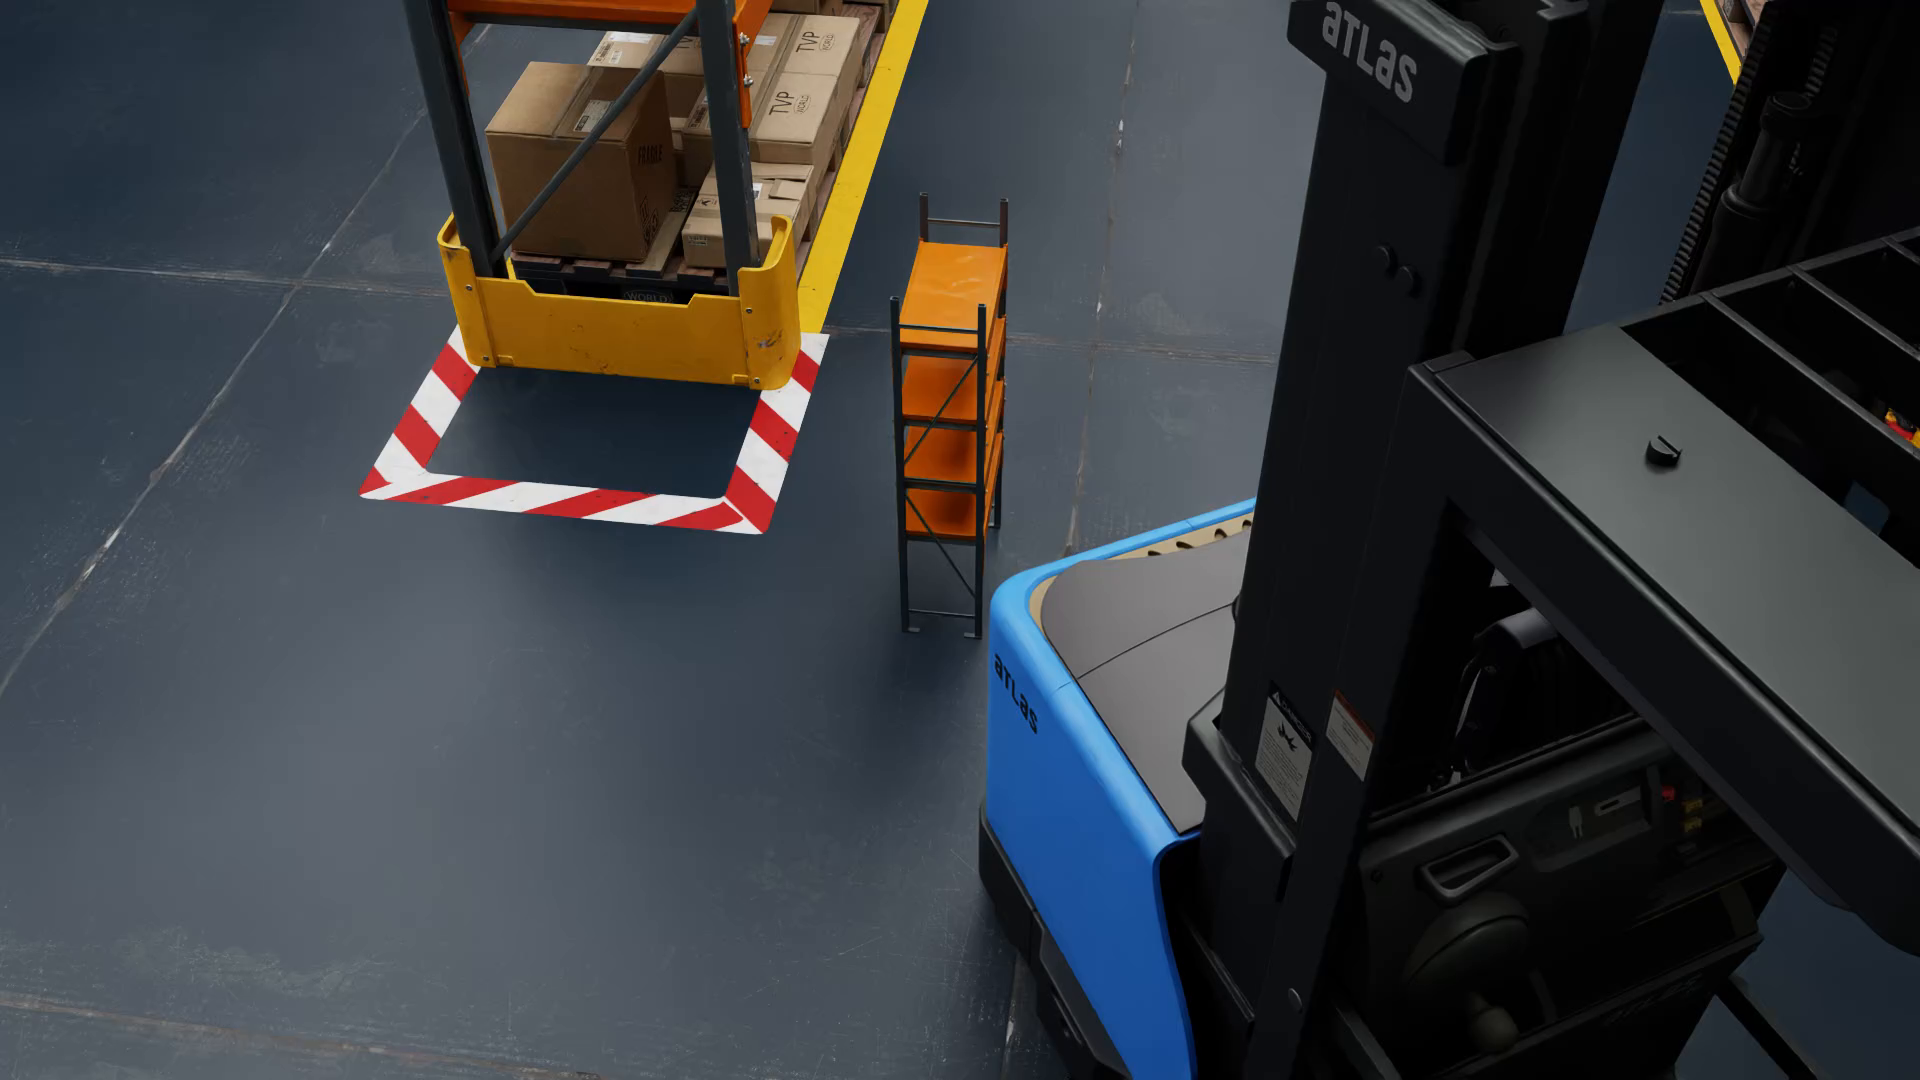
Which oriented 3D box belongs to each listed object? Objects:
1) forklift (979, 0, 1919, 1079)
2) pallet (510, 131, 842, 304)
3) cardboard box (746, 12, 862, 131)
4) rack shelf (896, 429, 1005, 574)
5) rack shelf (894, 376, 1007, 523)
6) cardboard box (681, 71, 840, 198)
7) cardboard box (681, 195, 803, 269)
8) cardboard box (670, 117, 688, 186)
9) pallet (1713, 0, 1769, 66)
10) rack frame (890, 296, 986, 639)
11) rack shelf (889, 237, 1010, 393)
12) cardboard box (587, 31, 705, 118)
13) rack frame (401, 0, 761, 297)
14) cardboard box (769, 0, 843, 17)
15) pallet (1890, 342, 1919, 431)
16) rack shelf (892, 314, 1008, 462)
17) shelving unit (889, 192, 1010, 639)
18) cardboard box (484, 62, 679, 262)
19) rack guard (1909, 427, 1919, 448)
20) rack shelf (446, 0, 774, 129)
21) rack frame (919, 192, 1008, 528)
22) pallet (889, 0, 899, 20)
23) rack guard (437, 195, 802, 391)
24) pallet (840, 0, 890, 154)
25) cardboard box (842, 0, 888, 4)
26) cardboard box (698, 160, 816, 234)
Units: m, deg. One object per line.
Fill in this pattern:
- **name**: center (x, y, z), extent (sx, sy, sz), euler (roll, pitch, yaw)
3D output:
- **forklift**: center (1.112, 0.594, 2.491), extent (1.130, 2.935, 3.031), euler (-17, 46, -17)
- **pallet**: center (-1.062, -1.306, 6.476), extent (1.003, 0.211, 1.213), euler (5, 44, 6)
- **cardboard box**: center (-0.691, -1.911, 6.766), extent (0.500, 0.250, 0.500), euler (5, 44, 6)
- **rack shelf**: center (-0.022, -0.130, 4.901), extent (0.258, 0.148, 0.480), euler (5, 44, 6)
- **rack shelf**: center (-0.022, -0.274, 4.765), extent (0.258, 0.148, 0.480), euler (5, 44, 6)
- **cardboard box**: center (-0.757, -1.570, 6.406), extent (0.500, 0.250, 0.500), euler (5, 44, 6)
- **cardboard box**: center (-0.780, -1.102, 5.986), extent (0.380, 0.149, 0.250), euler (5, 44, 6)
- **cardboard box**: center (-1.206, -1.515, 6.409), extent (0.380, 0.166, 0.250), euler (5, 44, 6)
- **pallet**: center (4.085, -2.478, 7.713), extent (1.003, 0.211, 1.213), euler (5, 44, 6)
- **rack frame**: center (-0.054, -0.157, 4.543), extent (0.240, 1.200, 0.015), euler (5, 44, 6)
- **rack shelf**: center (-0.022, -0.608, 4.448), extent (0.258, 0.148, 0.480), euler (5, 44, 6)
- **cardboard box**: center (-1.193, -1.922, 6.778), extent (0.500, 0.250, 0.500), euler (5, 44, 6)
- **rack frame**: center (-1.176, -1.723, 4.888), extent (1.000, 3.000, 0.127), euler (5, 44, 6)
- **cardboard box**: center (-0.891, -2.422, 7.122), extent (0.797, 0.503, 0.637), euler (5, 44, 6)
- **pallet**: center (3.762, -0.815, 5.957), extent (1.003, 0.211, 1.213), euler (5, 44, 6)
- **rack shelf**: center (-0.022, -0.436, 4.611), extent (0.258, 0.148, 0.480), euler (5, 44, 6)
- **shelving unit**: center (-0.022, -0.323, 4.718), extent (0.258, 1.200, 0.503), euler (5, 44, 6)
- **cardboard box**: center (-1.349, -1.368, 6.011), extent (0.500, 0.500, 0.500), euler (5, 44, 6)
- **rack guard**: center (3.731, -0.351, 5.258), extent (1.175, 0.500, 0.348), euler (5, 44, 6)
- **rack shelf**: center (-0.912, -2.825, 6.575), extent (1.077, 0.370, 4.000), euler (5, 44, 6)
- **rack frame**: center (0.010, -0.489, 4.894), extent (0.240, 1.200, 0.015), euler (5, 44, 6)
- **pallet**: center (-0.739, -2.969, 8.232), extent (1.003, 0.211, 1.213), euler (5, 44, 6)
- **rack guard**: center (-1.166, -0.867, 5.802), extent (1.175, 0.500, 0.348), euler (5, 44, 6)
- **pallet**: center (-0.898, -2.135, 7.351), extent (1.003, 0.211, 1.213), euler (5, 44, 6)
- **cardboard box**: center (-0.541, -2.708, 7.563), extent (0.500, 0.311, 0.500), euler (5, 44, 6)
- **cardboard box**: center (-0.747, -1.279, 6.160), extent (0.380, 0.166, 0.250), euler (5, 44, 6)
